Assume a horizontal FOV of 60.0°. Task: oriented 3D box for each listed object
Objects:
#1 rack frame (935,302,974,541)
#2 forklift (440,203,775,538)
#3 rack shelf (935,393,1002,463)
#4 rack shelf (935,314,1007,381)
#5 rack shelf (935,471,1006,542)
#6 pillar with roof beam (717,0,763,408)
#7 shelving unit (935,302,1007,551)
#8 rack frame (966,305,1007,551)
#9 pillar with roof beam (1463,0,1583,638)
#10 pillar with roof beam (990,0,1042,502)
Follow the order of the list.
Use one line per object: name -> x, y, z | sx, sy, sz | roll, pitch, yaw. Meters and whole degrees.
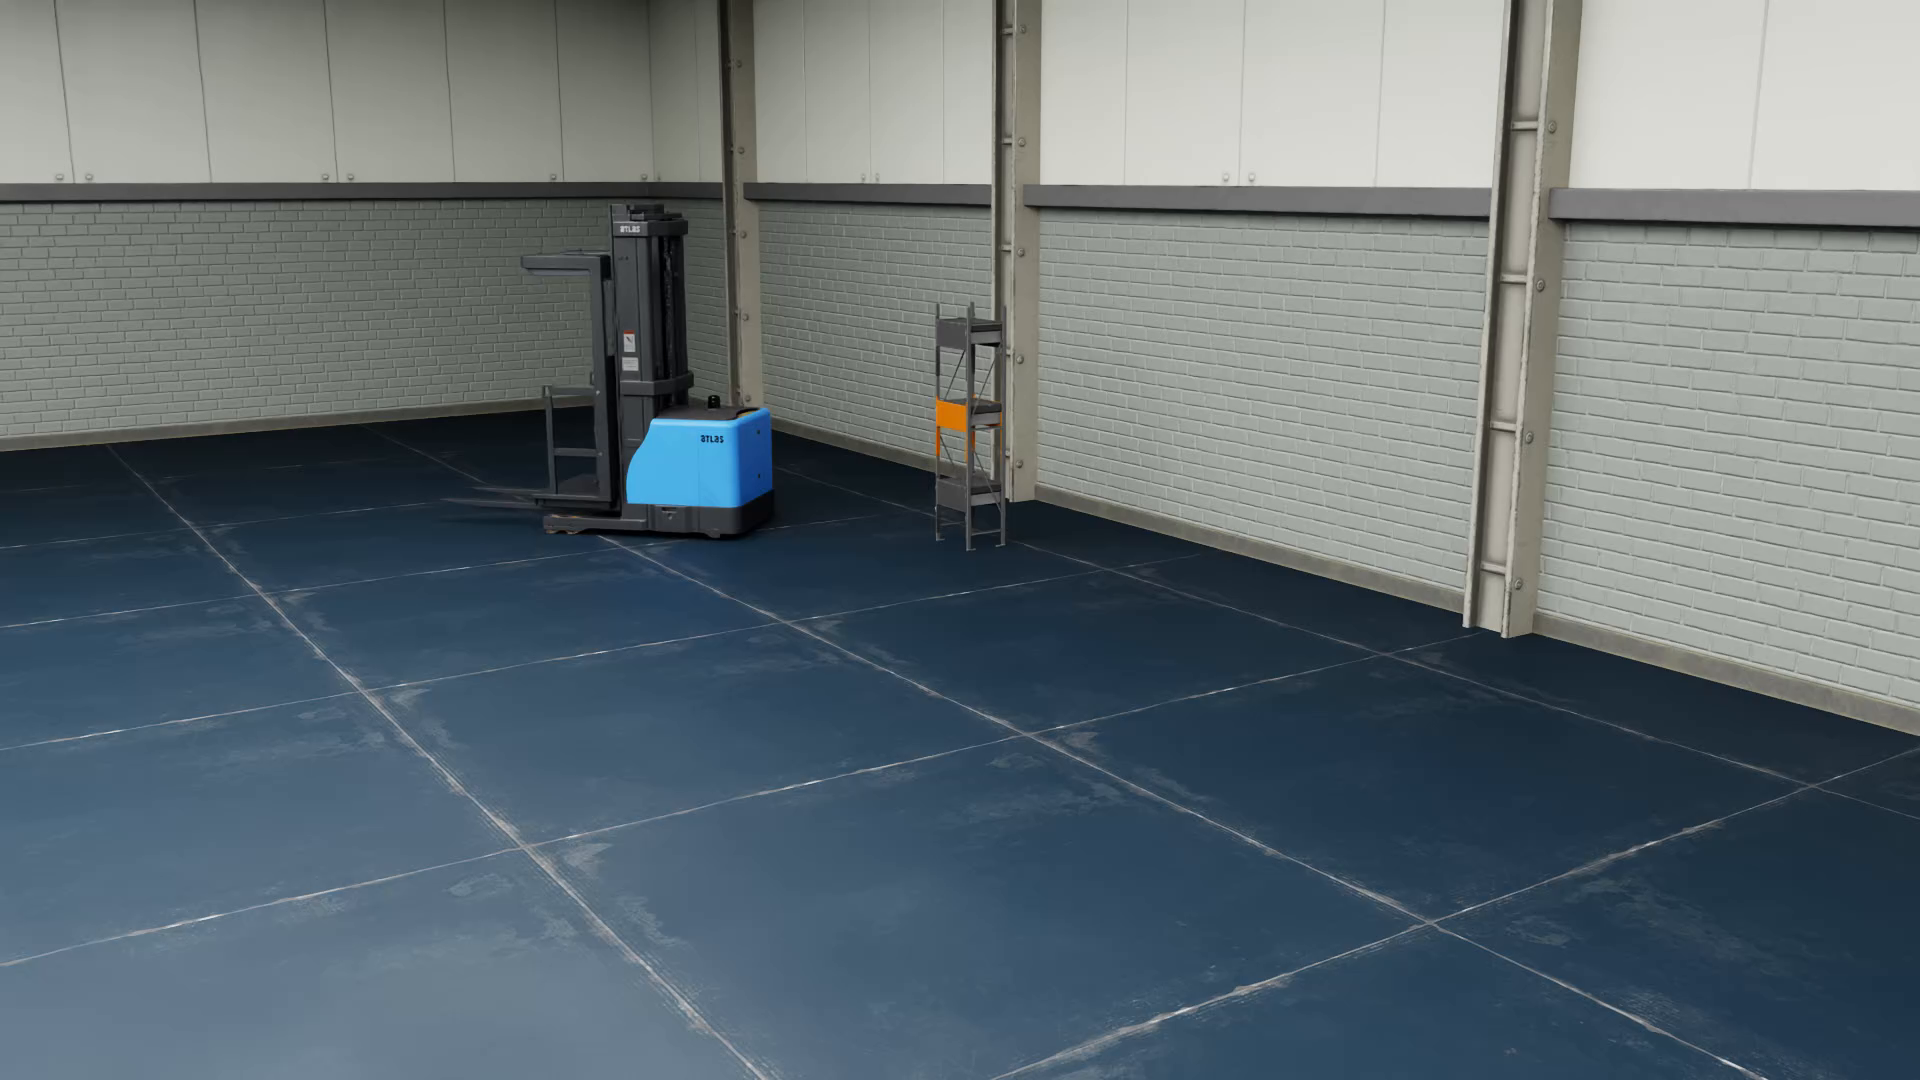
rack frame -> -0.043, -1.040, 14.701 | 0.400, 2.100, 0.015 | -8, 15, -33
forklift -> -3.317, -1.588, 15.264 | 3.031, 2.935, 1.130 | 3, 13, 12
rack shelf -> 0.092, -0.983, 14.506 | 0.431, 0.518, 0.480 | -8, 15, -33
rack shelf -> 0.092, -1.667, 14.356 | 0.431, 0.518, 0.480 | -8, 15, -33
rack shelf -> 0.092, -0.299, 14.655 | 0.431, 0.518, 0.480 | -8, 15, -33
pillar with roof beam -> -6.367, -5.382, 18.409 | 9.100, 9.000, 0.400 | -8, 15, -33
shelving unit -> 0.092, -0.996, 14.503 | 0.431, 2.100, 0.503 | -8, 15, -33
rack frame -> 0.227, -0.953, 14.304 | 0.400, 2.100, 0.015 | -8, 15, -33
pillar with roof beam -> 0.282, -3.248, 8.650 | 9.100, 9.000, 0.400 | -8, 15, -33
pillar with roof beam -> -3.042, -4.315, 13.529 | 9.100, 9.000, 0.400 | -8, 15, -33
